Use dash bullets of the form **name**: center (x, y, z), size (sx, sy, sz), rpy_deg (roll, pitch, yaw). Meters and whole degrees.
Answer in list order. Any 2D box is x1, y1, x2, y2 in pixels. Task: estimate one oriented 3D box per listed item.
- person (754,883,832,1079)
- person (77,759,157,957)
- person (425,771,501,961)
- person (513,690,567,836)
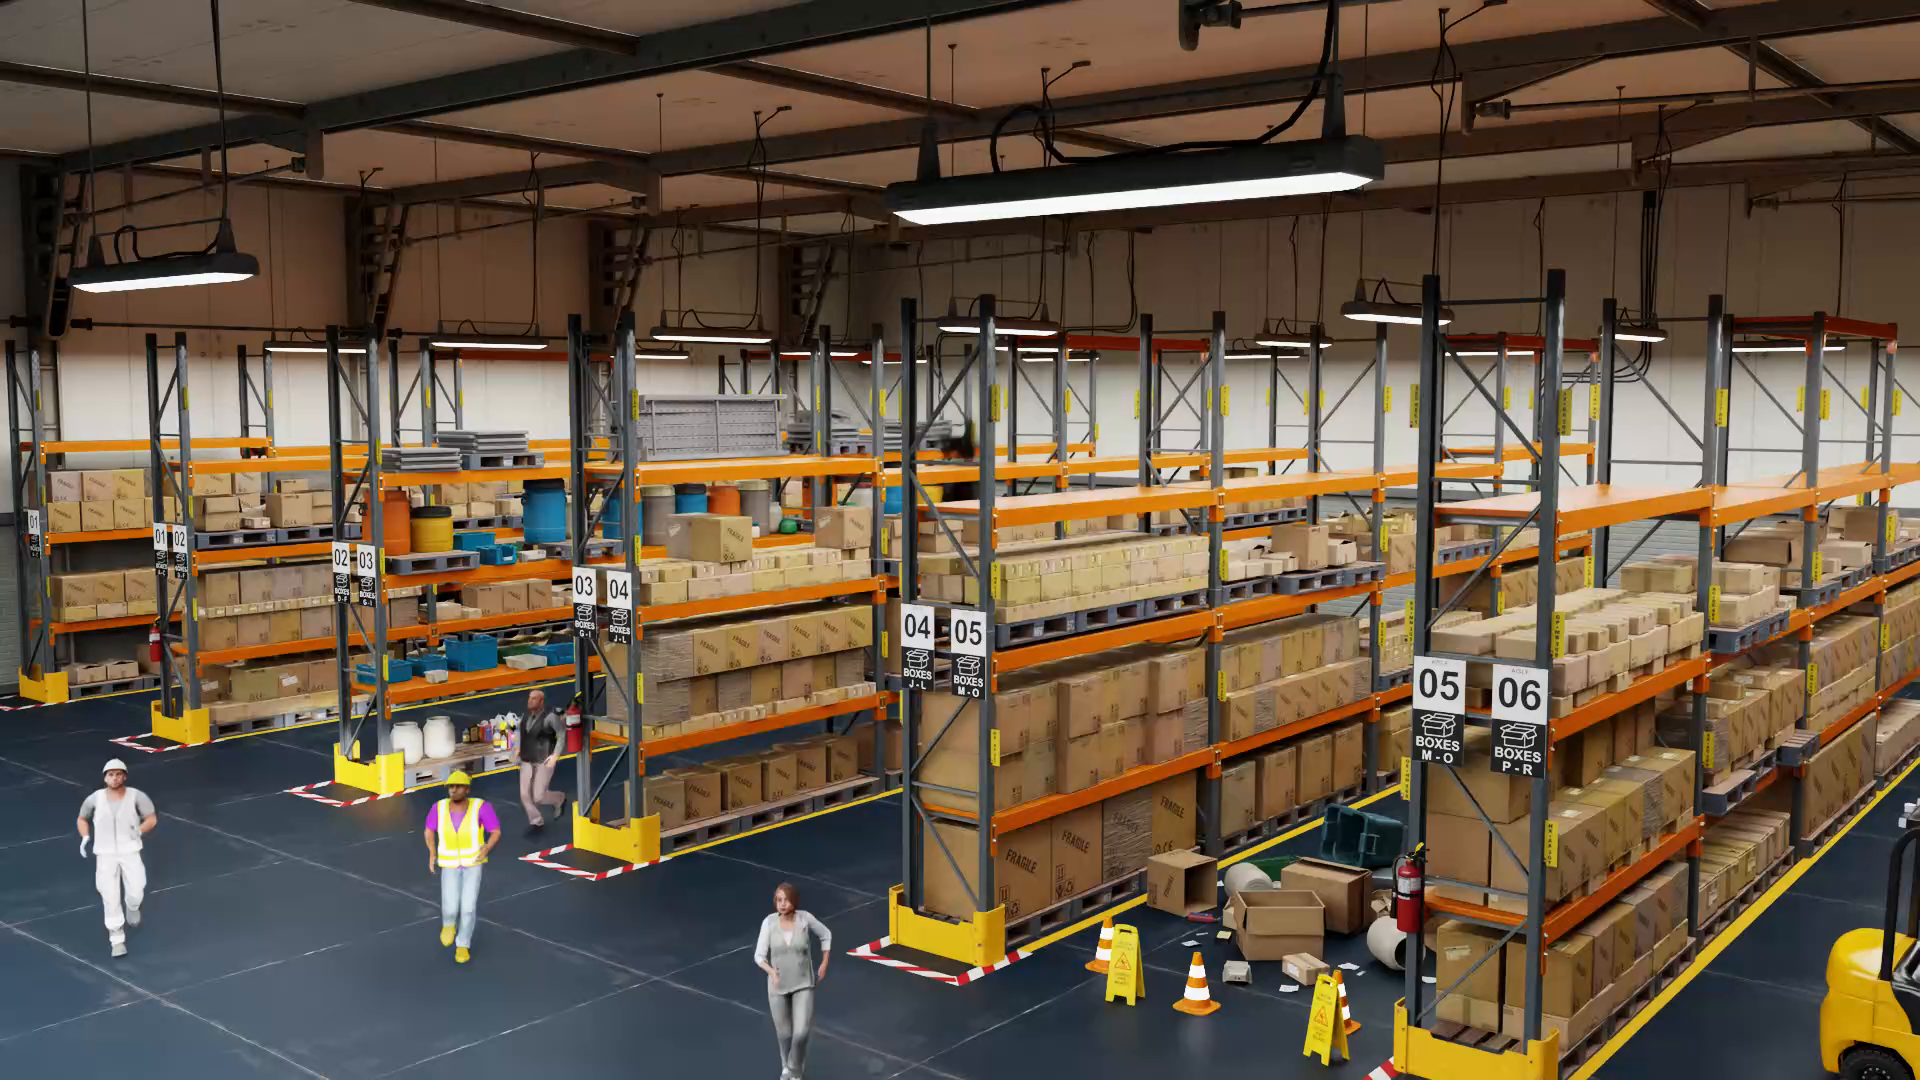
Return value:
- **person**: center (-1.227, 3.292, 12.165), size (0.548, 1.585, 0.661), rpy_deg (0, 5, 0)
- **person**: center (-7.803, 2.904, 15.413), size (0.668, 1.759, 0.868), rpy_deg (-2, 6, -25)
- **person**: center (-4.518, 2.950, 15.108), size (0.686, 1.731, 0.614), rpy_deg (-1, 5, -10)
- **person**: center (-4.900, 2.584, 19.506), size (0.692, 1.687, 0.610), rpy_deg (2, 6, 23)
